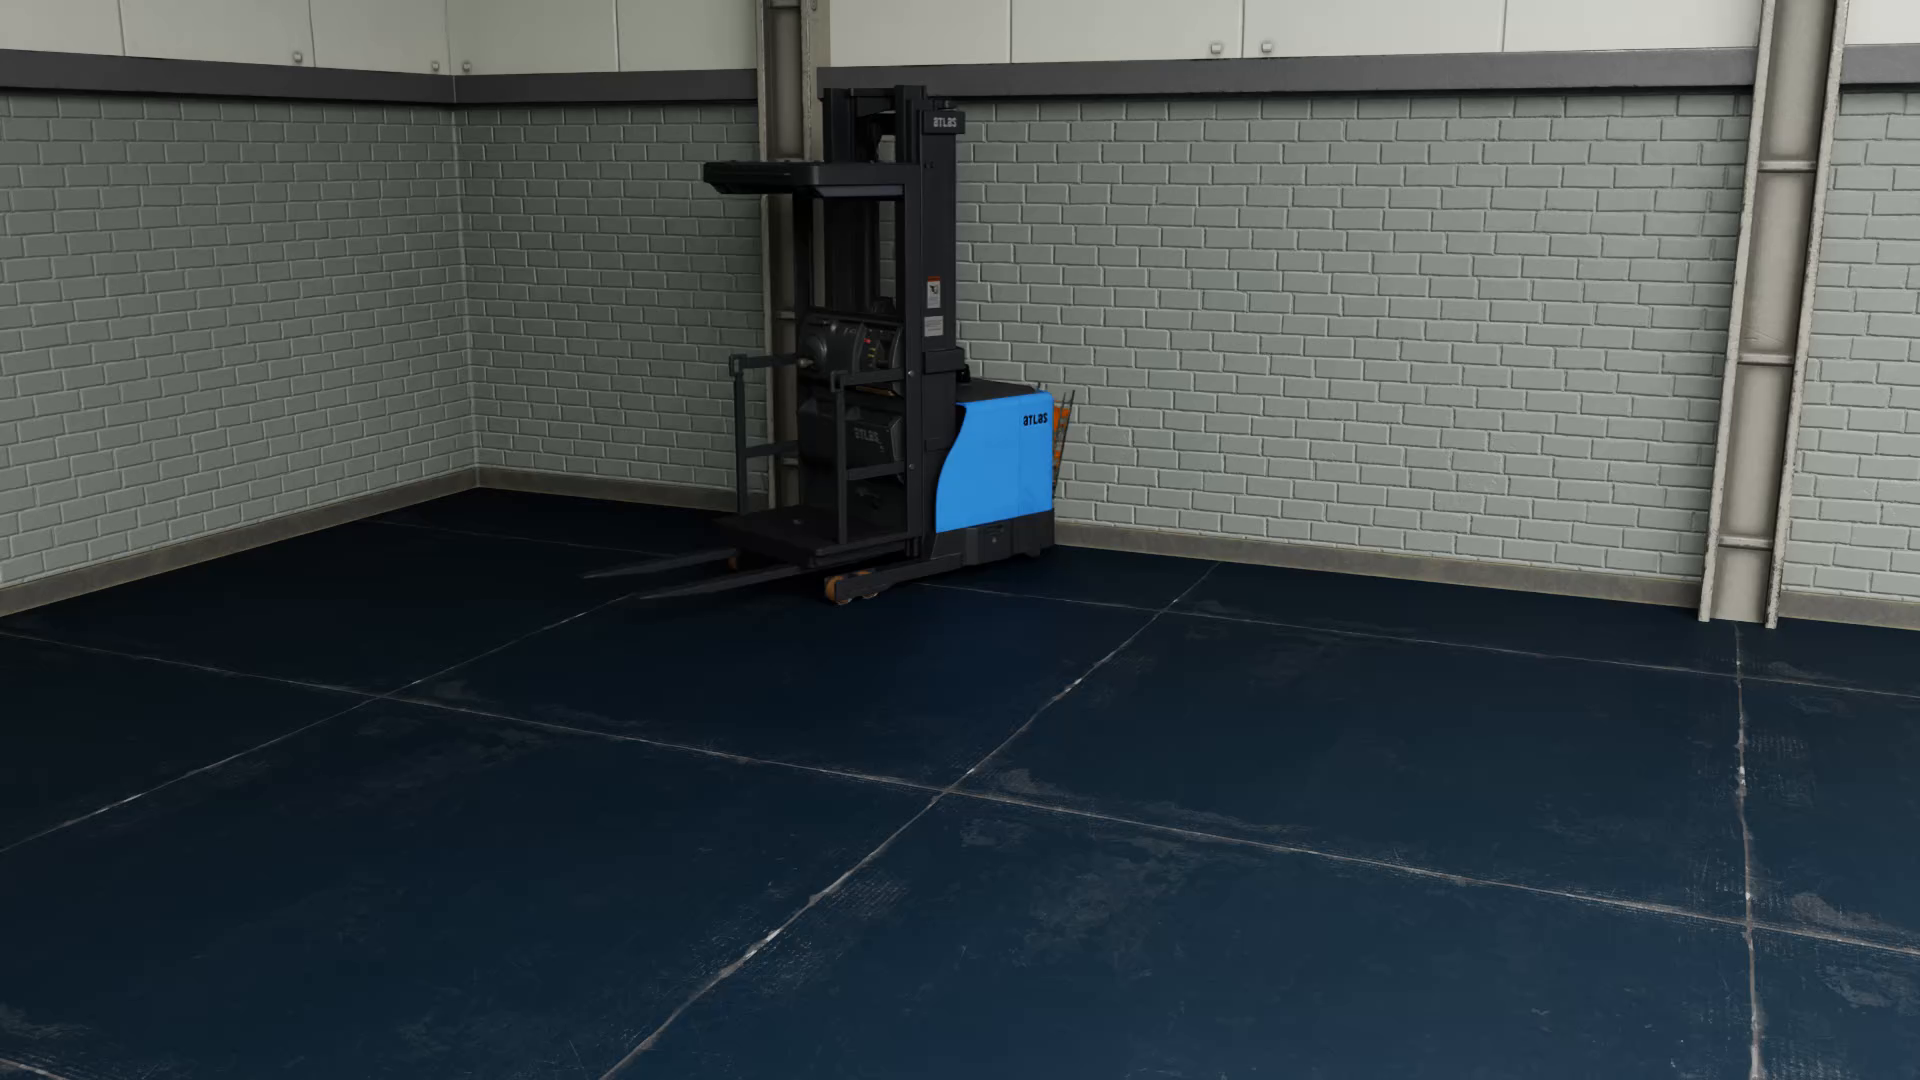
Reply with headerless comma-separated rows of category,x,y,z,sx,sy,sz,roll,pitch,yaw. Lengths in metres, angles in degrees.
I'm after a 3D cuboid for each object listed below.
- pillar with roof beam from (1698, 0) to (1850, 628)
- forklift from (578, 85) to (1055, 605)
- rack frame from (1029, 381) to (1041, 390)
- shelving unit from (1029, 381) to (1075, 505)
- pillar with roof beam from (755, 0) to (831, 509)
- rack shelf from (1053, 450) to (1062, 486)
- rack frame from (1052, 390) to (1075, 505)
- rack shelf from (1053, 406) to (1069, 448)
pillar with roof beam,2.639,-3.044,4.527,0.400,9.000,9.100,6,14,23
forklift,-0.820,-1.184,9.883,3.031,2.935,1.130,-12,18,-41
rack frame,0.401,-0.532,11.006,0.008,1.050,0.200,16,17,20
shelving unit,0.511,-0.500,10.964,0.252,1.050,0.215,16,17,20
pillar with roof beam,-2.847,-3.599,6.893,0.400,9.000,9.100,6,14,23
rack shelf,0.509,-0.490,10.967,0.240,0.259,0.215,16,17,20
rack frame,0.621,-0.467,10.922,0.008,1.050,0.200,16,17,20
rack shelf,0.558,-0.758,10.889,0.240,0.259,0.215,16,17,20
